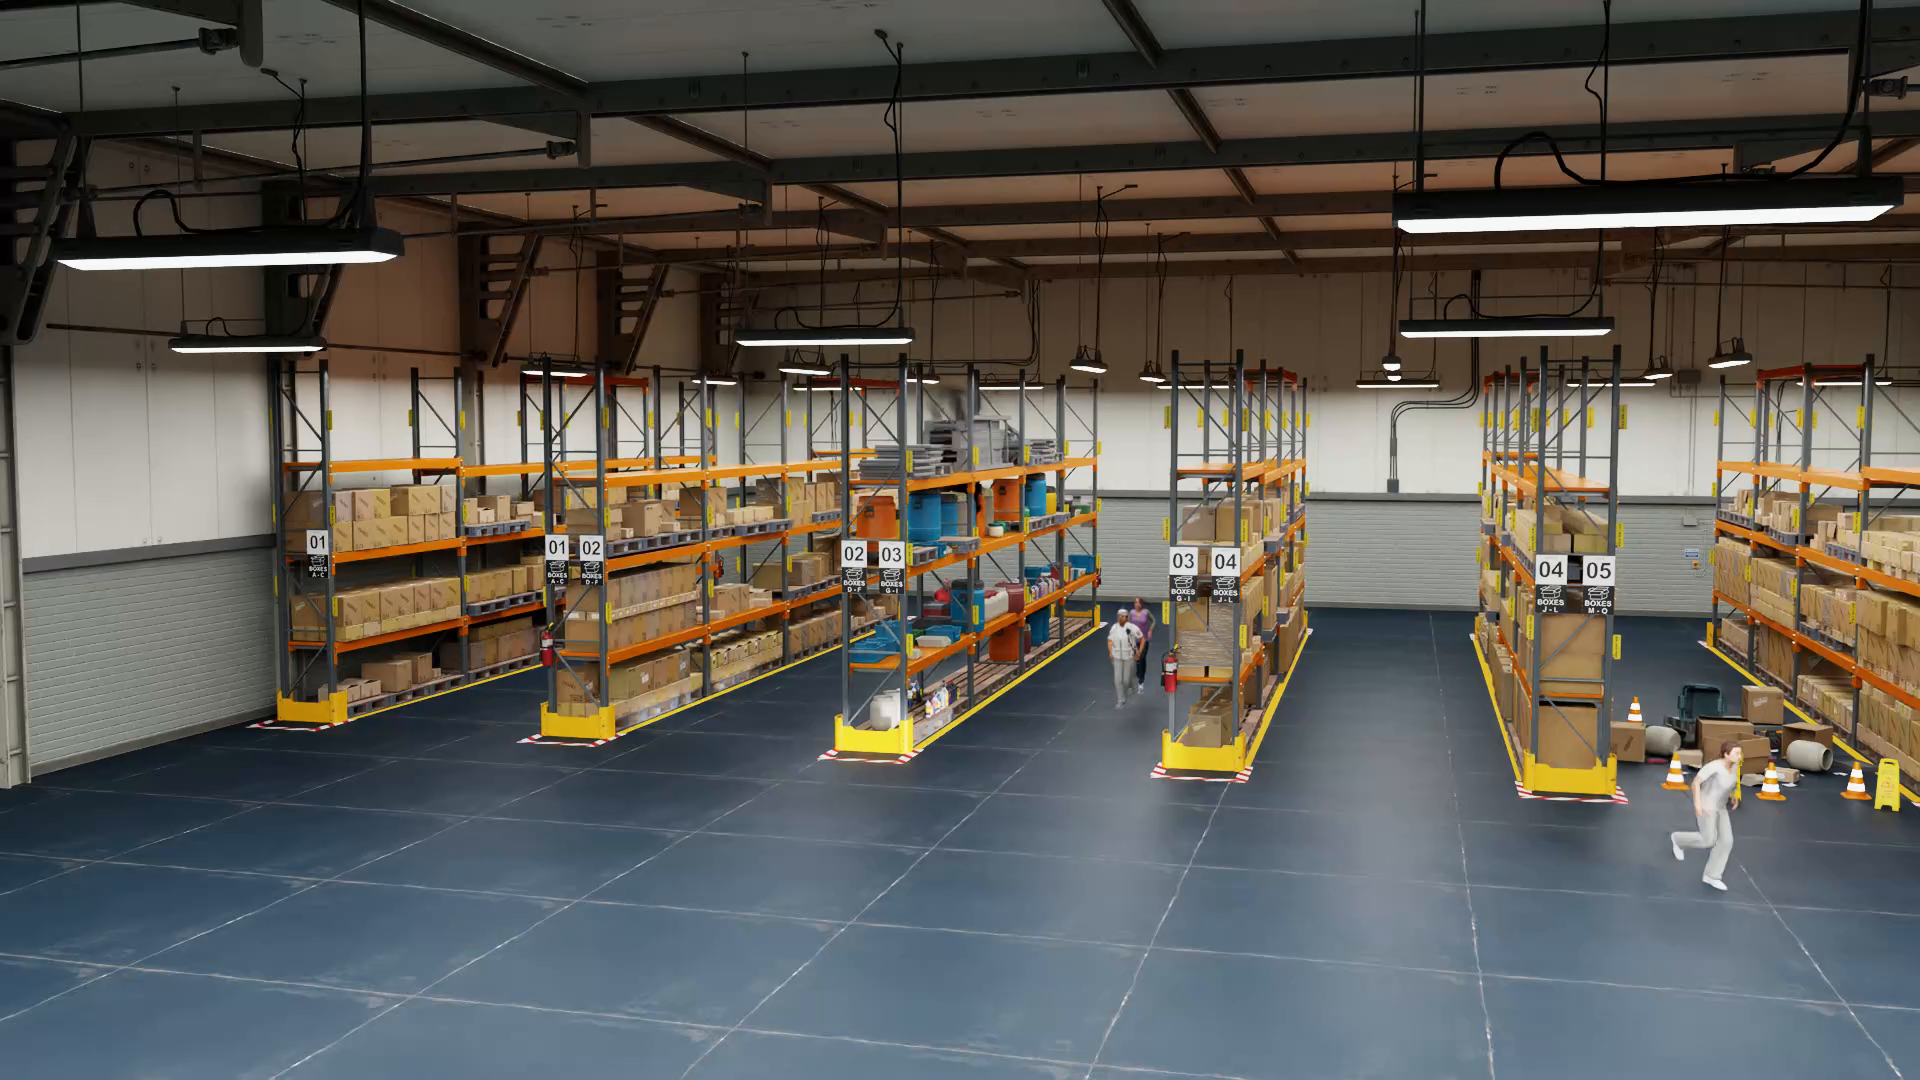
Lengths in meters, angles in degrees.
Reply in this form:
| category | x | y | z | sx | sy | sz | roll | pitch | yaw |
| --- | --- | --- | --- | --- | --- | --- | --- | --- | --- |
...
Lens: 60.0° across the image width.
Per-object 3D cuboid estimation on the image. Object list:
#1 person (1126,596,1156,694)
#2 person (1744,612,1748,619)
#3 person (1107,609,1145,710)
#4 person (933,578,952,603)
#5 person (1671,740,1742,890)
| category | x | y | z | sx | sy | sz | roll | pitch | yaw |
| --- | --- | --- | --- | --- | --- | --- | --- | --- | --- |
| person | 3.138 | 1.824 | 29.151 | 0.521 | 1.665 | 0.707 | 1 | 4 | 18 |
| person | 18.119 | 1.439 | 37.799 | 0.758 | 1.715 | 0.603 | -2 | 4 | -24 |
| person | 2.719 | 1.945 | 27.310 | 0.634 | 1.652 | 0.621 | 2 | 4 | 23 |
| person | -0.271 | 1.596 | 34.965 | 0.646 | 1.609 | 0.955 | 1 | 4 | 13 |
| person | 8.107 | 2.929 | 18.063 | 0.561 | 1.614 | 0.818 | -2 | 5 | -31 |
